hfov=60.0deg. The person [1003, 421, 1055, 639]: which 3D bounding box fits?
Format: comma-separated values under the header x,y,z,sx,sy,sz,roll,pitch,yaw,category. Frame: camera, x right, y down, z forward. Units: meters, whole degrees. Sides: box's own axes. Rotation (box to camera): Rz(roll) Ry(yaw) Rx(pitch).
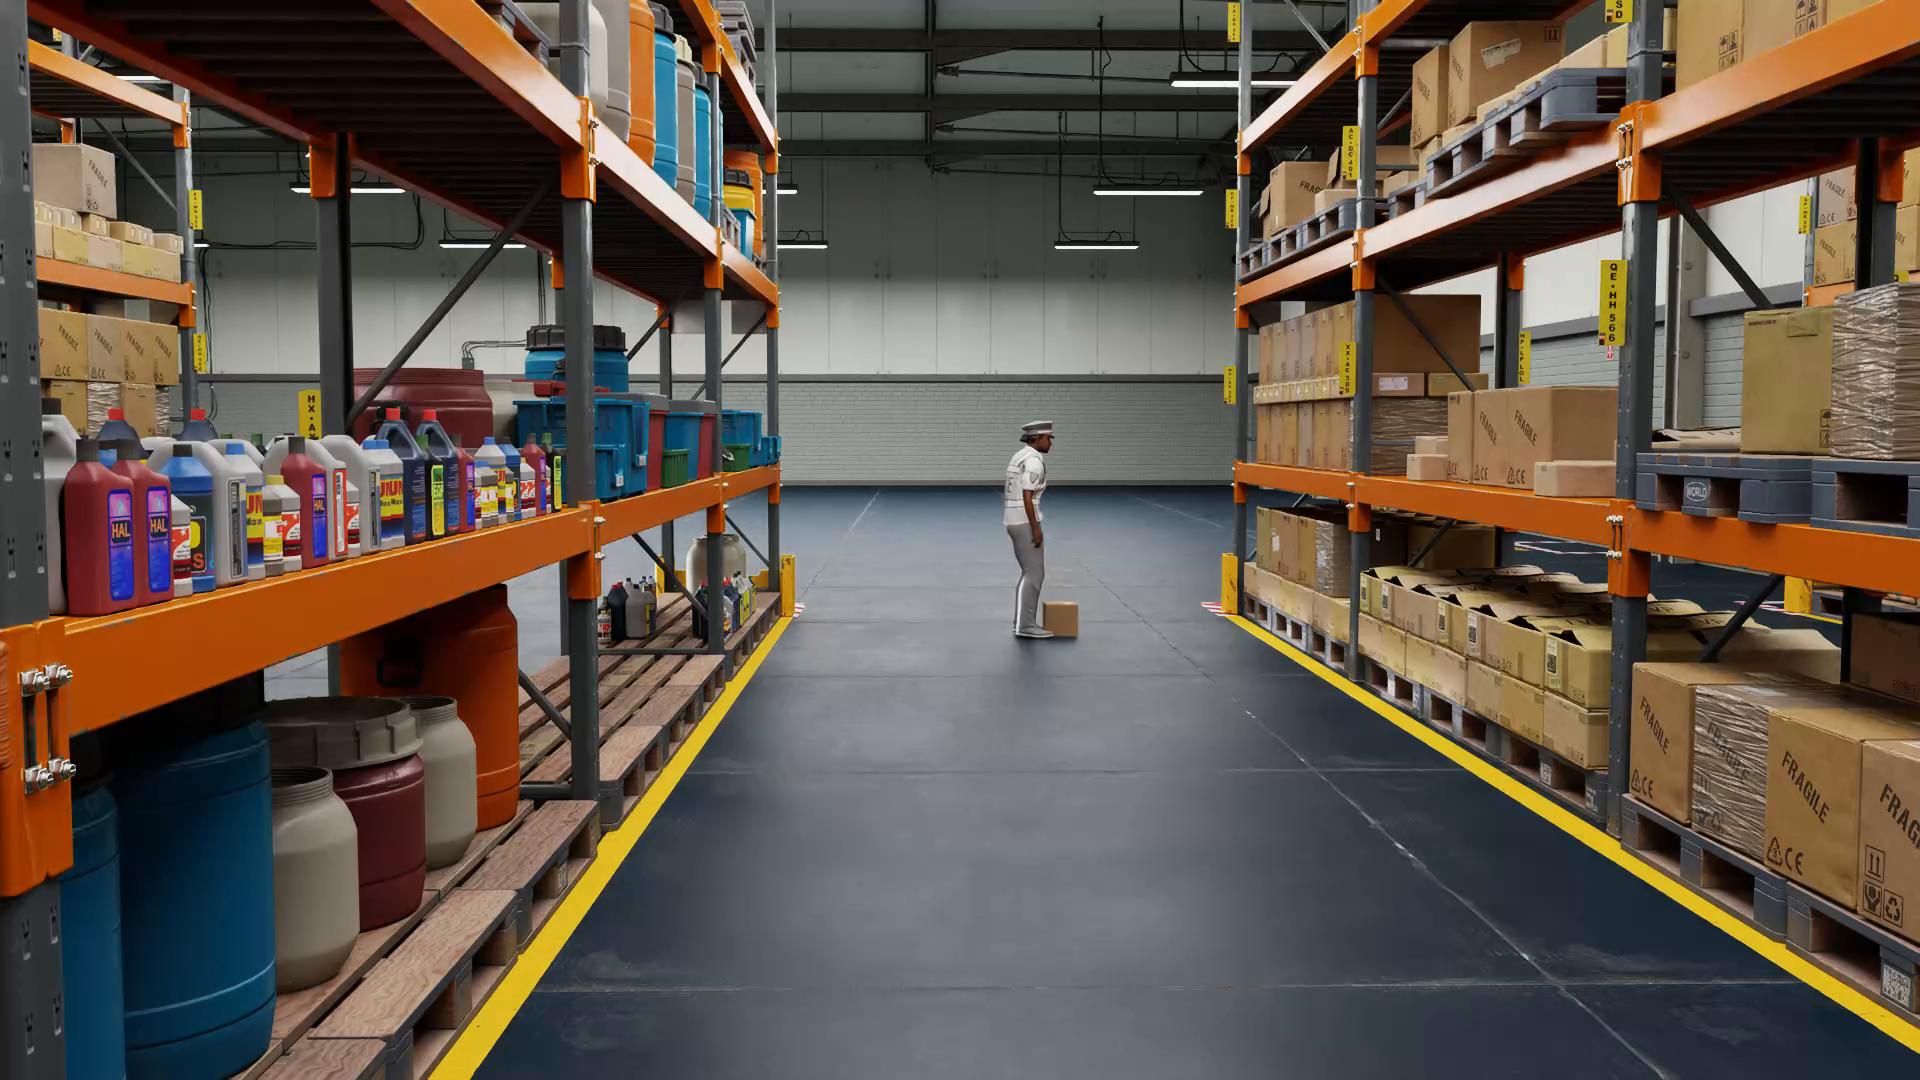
x,y,z,sx,sy,sz,roll,pitch,yaw,category
0.540,-0.090,12.839,0.397,1.658,0.527,0,4,-5,person
